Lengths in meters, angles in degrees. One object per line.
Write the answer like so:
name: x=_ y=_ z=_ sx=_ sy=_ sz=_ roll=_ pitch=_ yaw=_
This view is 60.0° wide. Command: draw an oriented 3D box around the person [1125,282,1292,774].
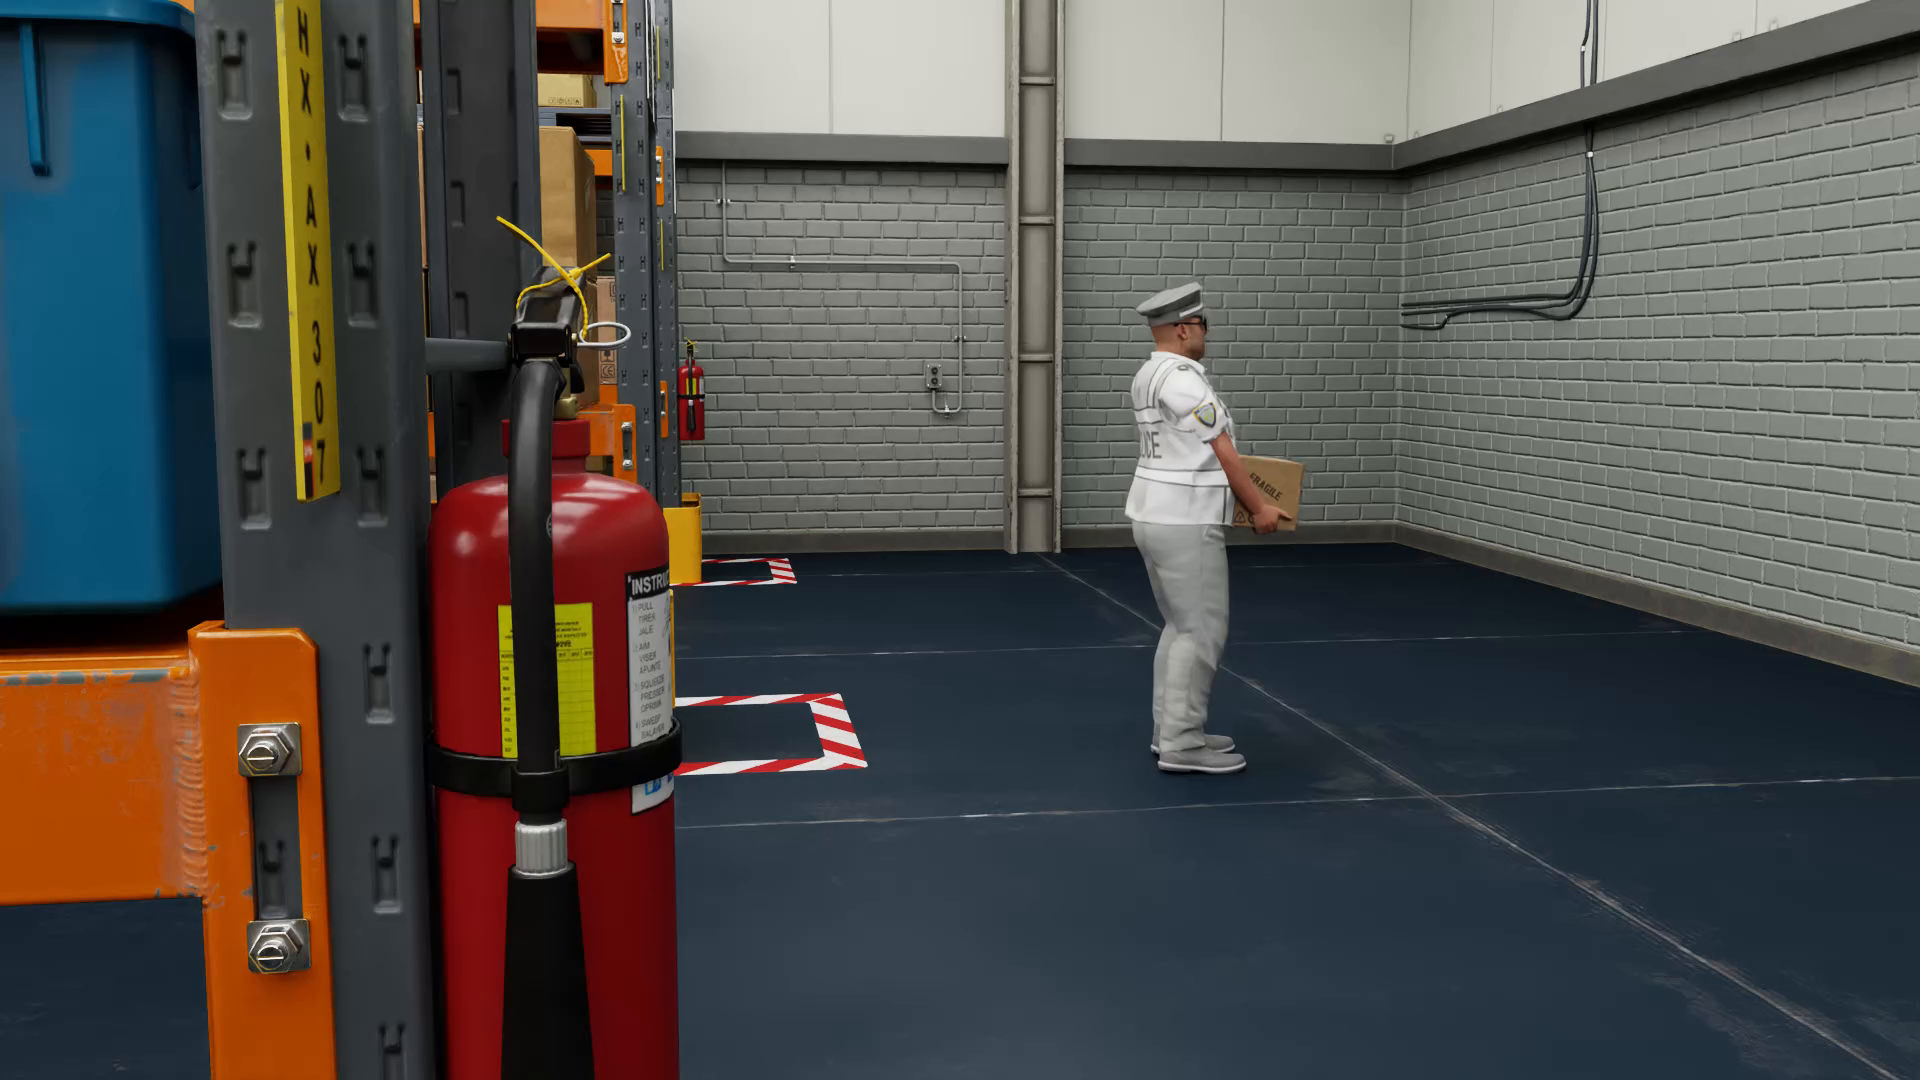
person: x=0.900 y=-0.056 z=6.114 sx=0.566 sy=1.771 sz=0.490 roll=-1 pitch=7 yaw=-8
